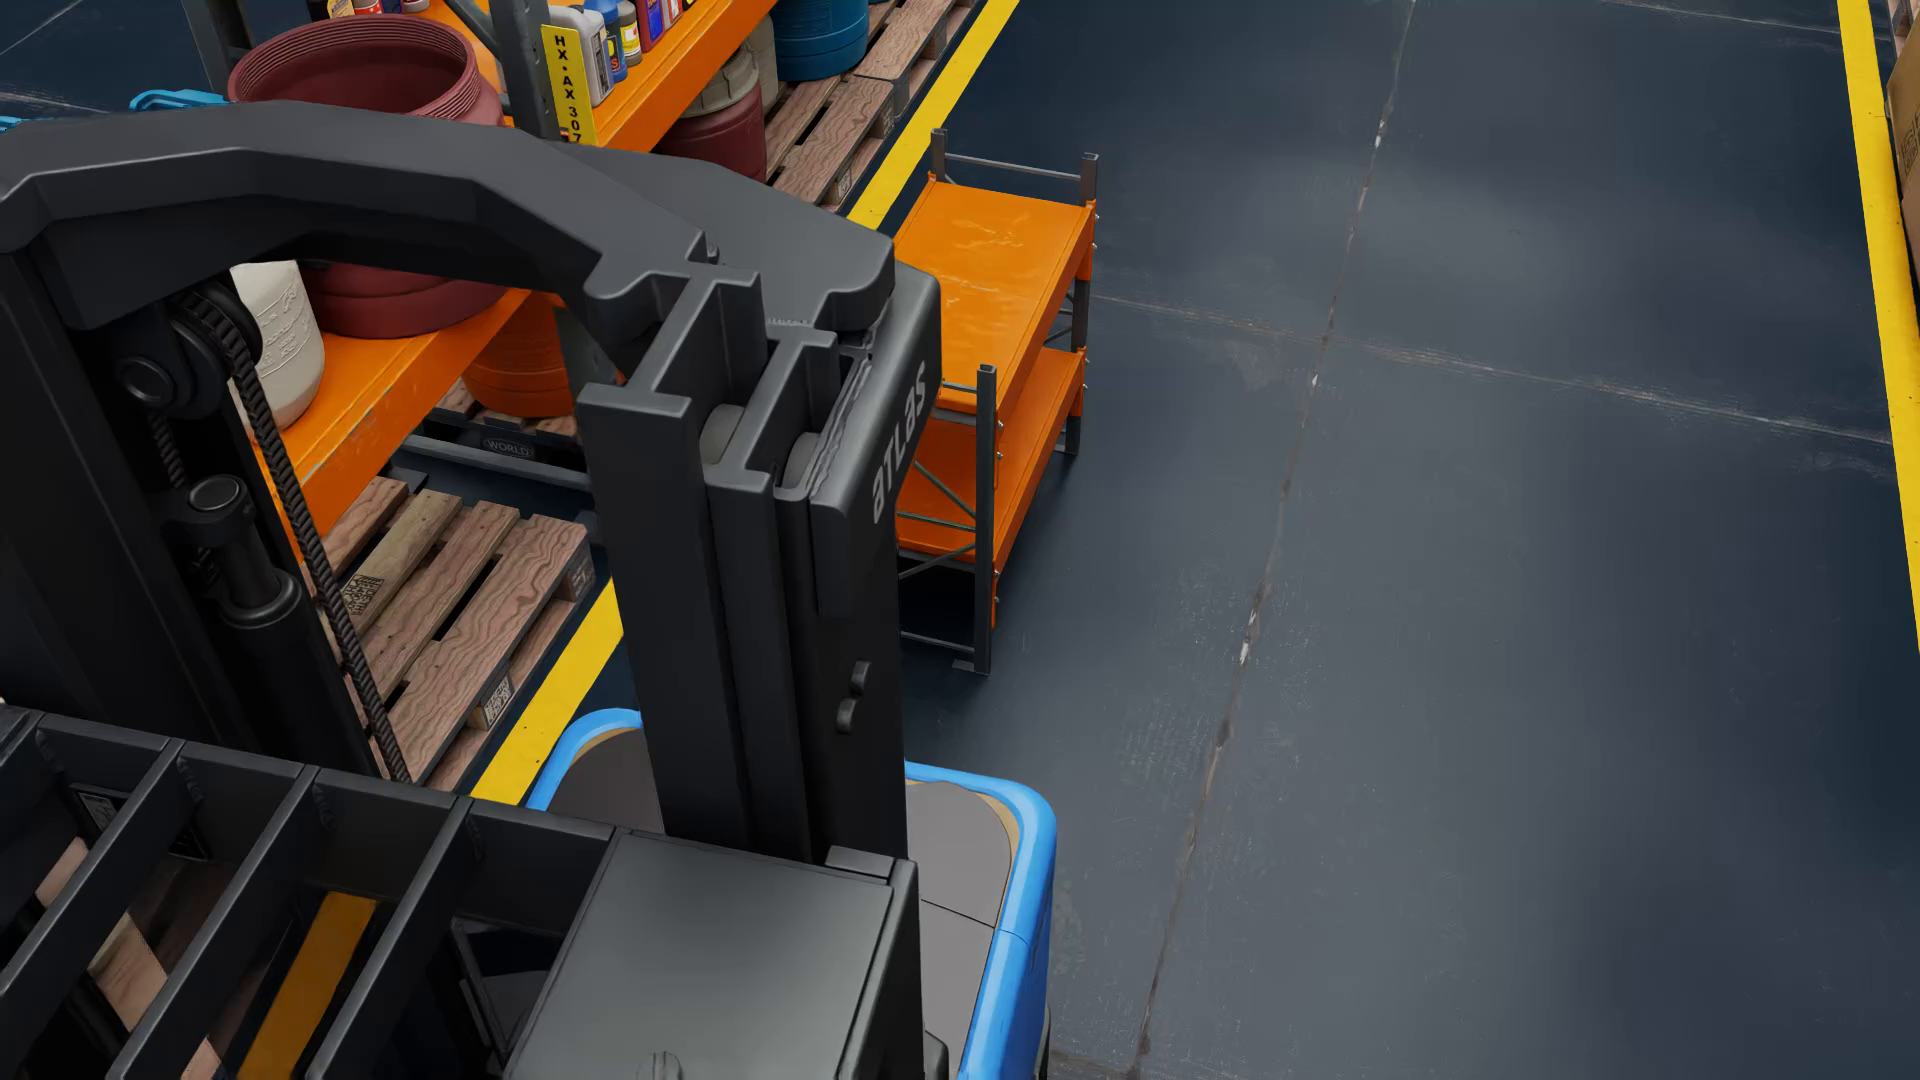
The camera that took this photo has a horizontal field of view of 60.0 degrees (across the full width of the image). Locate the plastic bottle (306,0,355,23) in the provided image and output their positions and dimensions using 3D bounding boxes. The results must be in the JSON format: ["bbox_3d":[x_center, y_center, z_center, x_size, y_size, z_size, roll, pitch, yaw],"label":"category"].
[{"bbox_3d":[-1.781,-1.495,4.717,0.061,0.283,0.133,13,46,13],"label":"plastic bottle"}]

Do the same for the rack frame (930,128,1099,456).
[{"bbox_3d":[0.156,-0.745,5.207,0.500,1.125,0.032,13,46,13],"label":"rack frame"}]

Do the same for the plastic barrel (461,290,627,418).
[{"bbox_3d":[-1.365,-0.881,5.257,0.600,0.830,0.708,13,46,13],"label":"plastic barrel"}]

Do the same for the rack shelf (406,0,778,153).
[{"bbox_3d":[-0.891,-2.253,5.922,1.077,0.370,4.000,13,46,13],"label":"rack shelf"}]

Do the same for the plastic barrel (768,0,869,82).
[{"bbox_3d":[-0.681,-2.412,6.770,0.600,0.901,0.708,13,46,13],"label":"plastic barrel"}]

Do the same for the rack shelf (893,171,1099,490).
[{"bbox_3d":[0.002,-0.616,4.656,0.538,0.278,1.000,13,46,13],"label":"rack shelf"}]

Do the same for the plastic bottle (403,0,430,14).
[{"bbox_3d":[-1.659,-1.693,4.977,0.097,0.201,0.097,0,44,0],"label":"plastic bottle"}]

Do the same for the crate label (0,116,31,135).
[{"bbox_3d":[-2.055,-0.585,3.677,0.502,0.435,0.616,13,46,13],"label":"crate label"}]

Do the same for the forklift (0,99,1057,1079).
[{"bbox_3d":[-0.632,1.129,2.000,1.130,2.935,3.031,9,45,9],"label":"forklift"}]

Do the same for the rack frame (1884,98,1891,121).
[{"bbox_3d":[4.435,-2.794,5.961,1.000,3.000,0.127,13,46,13],"label":"rack frame"}]

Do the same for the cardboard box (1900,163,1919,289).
[{"bbox_3d":[3.991,-1.158,5.508,1.225,0.875,0.875,11,45,11],"label":"cardboard box"}]

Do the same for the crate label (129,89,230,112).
[{"bbox_3d":[-1.981,-0.916,4.161,0.303,0.233,0.416,13,46,13],"label":"crate label"}]

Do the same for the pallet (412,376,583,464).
[{"bbox_3d":[-1.298,-0.715,5.829,1.003,0.211,1.213,13,46,13],"label":"pallet"}]

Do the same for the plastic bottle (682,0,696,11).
[{"bbox_3d":[-0.833,-1.743,4.970,0.061,0.283,0.133,13,46,13],"label":"plastic bottle"}]

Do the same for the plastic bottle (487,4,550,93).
[{"bbox_3d":[-1.203,-1.385,4.609,0.152,0.276,0.135,13,46,13],"label":"plastic bottle"}]

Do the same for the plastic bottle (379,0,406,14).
[{"bbox_3d":[-1.711,-1.649,4.874,0.061,0.283,0.133,13,46,13],"label":"plastic bottle"}]

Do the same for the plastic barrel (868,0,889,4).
[{"bbox_3d":[-0.466,-2.884,7.253,0.600,0.901,0.708,13,46,13],"label":"plastic barrel"}]

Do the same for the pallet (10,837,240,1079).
[{"bbox_3d":[-2.140,1.138,3.936,1.003,0.211,1.213,13,46,13],"label":"pallet"}]

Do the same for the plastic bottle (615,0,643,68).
[{"bbox_3d":[-0.967,-1.462,4.742,0.097,0.201,0.097,0,44,0],"label":"plastic bottle"}]

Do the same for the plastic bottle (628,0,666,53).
[{"bbox_3d":[-0.915,-1.565,4.788,0.061,0.283,0.133,13,46,13],"label":"plastic bottle"}]

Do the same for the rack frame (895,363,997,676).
[{"bbox_3d":[-0.152,-0.068,4.515,0.500,1.125,0.032,13,46,13],"label":"rack frame"}]

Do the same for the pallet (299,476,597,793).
[{"bbox_3d":[-1.768,0.328,4.764,1.003,0.211,1.213,13,46,13],"label":"pallet"}]

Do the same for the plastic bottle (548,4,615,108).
[{"bbox_3d":[-1.058,-1.352,4.576,0.152,0.276,0.135,13,46,13],"label":"plastic bottle"}]

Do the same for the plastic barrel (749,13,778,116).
[{"bbox_3d":[-0.937,-1.916,6.541,0.421,0.512,0.421,0,44,0],"label":"plastic barrel"}]

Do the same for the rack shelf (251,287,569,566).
[{"bbox_3d":[-2.102,0.413,3.197,1.077,0.370,4.000,13,46,13],"label":"rack shelf"}]

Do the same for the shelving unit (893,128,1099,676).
[{"bbox_3d":[0.002,-0.407,4.861,0.538,1.125,1.048,13,46,13],"label":"shelving unit"}]

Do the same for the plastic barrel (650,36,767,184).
[{"bbox_3d":[-1.023,-1.548,6.111,0.600,0.588,0.708,13,46,13],"label":"plastic barrel"}]

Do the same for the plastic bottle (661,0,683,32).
[{"bbox_3d":[-0.917,-1.661,4.891,0.152,0.276,0.135,13,46,13],"label":"plastic bottle"}]

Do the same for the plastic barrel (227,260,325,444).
[{"bbox_3d":[-1.605,-0.486,3.522,0.421,0.512,0.421,0,44,0],"label":"plastic barrel"}]

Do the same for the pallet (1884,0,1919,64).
[{"bbox_3d":[4.740,-2.288,7.437,1.003,0.211,1.213,13,46,13],"label":"pallet"}]

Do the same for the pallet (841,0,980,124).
[{"bbox_3d":[-0.559,-2.341,7.491,1.003,0.211,1.213,13,46,13],"label":"pallet"}]

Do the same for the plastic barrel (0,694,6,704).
[{"bbox_3d":[-1.856,0.072,2.934,0.433,0.535,0.433,0,44,0],"label":"plastic barrel"}]

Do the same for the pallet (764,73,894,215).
[{"bbox_3d":[-0.926,-1.525,6.658,1.003,0.211,1.213,13,46,13],"label":"pallet"}]

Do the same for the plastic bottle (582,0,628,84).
[{"bbox_3d":[-0.996,-1.422,4.651,0.097,0.271,0.097,0,44,0],"label":"plastic bottle"}]

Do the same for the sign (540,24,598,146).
[{"bbox_3d":[-0.970,-1.123,4.137,0.100,0.325,0.005,13,46,13],"label":"sign"}]

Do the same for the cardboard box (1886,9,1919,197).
[{"bbox_3d":[4.260,-1.754,6.117,1.225,0.875,0.875,13,46,13],"label":"cardboard box"}]

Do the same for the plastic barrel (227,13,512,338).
[{"bbox_3d":[-1.348,-0.852,3.879,0.600,0.536,0.708,13,46,13],"label":"plastic barrel"}]

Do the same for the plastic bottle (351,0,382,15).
[{"bbox_3d":[-1.728,-1.539,4.820,0.097,0.201,0.097,0,44,0],"label":"plastic bottle"}]

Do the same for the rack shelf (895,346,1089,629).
[{"bbox_3d":[0.002,-0.232,5.032,0.538,0.278,1.000,13,46,13],"label":"rack shelf"}]

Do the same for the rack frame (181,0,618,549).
[{"bbox_3d":[-1.497,-1.177,4.308,1.000,3.000,0.127,13,46,13],"label":"rack frame"}]
